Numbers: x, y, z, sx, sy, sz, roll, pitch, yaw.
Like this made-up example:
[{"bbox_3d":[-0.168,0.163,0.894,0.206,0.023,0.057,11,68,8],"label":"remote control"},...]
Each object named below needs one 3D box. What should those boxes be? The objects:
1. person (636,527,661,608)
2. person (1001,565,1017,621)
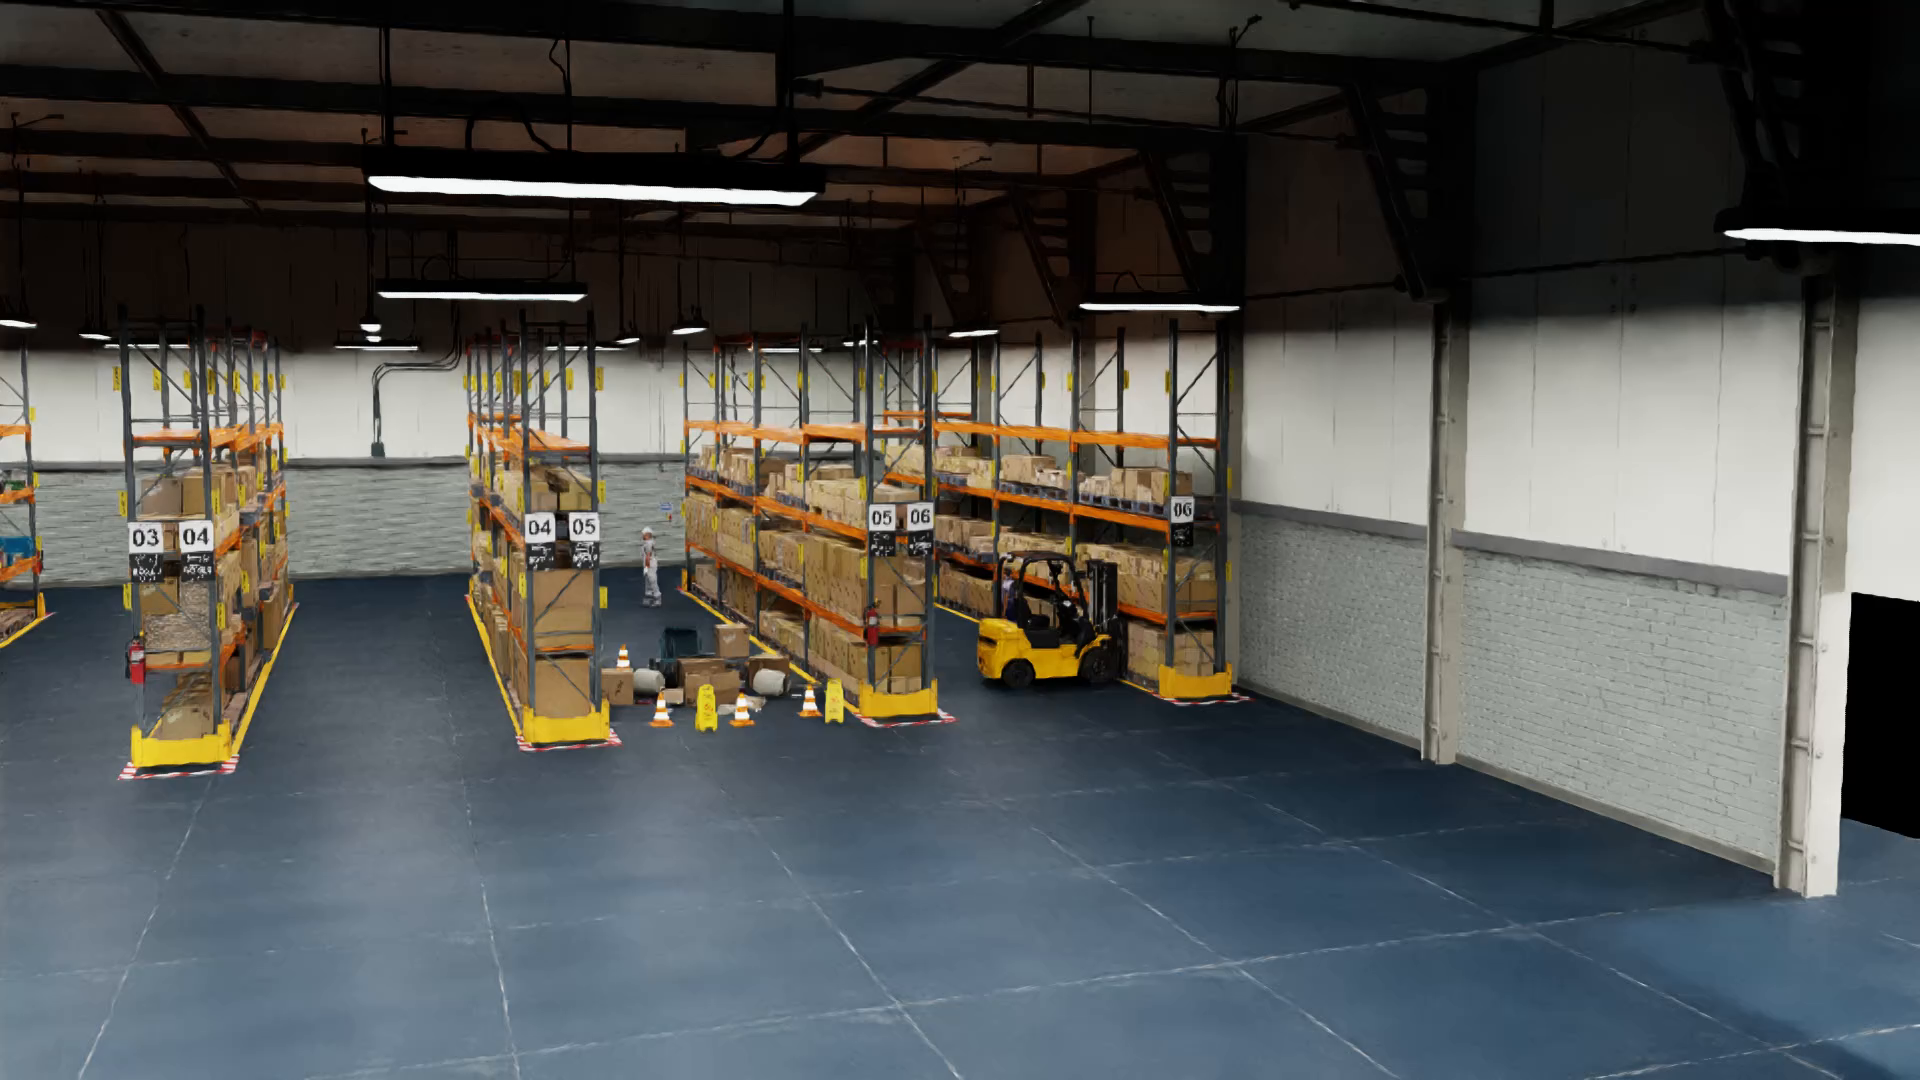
[{"bbox_3d":[-6.927,0.597,36.939,0.575,1.786,0.680,-1,5,-7],"label":"person"},{"bbox_3d":[0.855,1.283,30.489,0.550,1.642,0.583,1,5,6],"label":"person"}]
